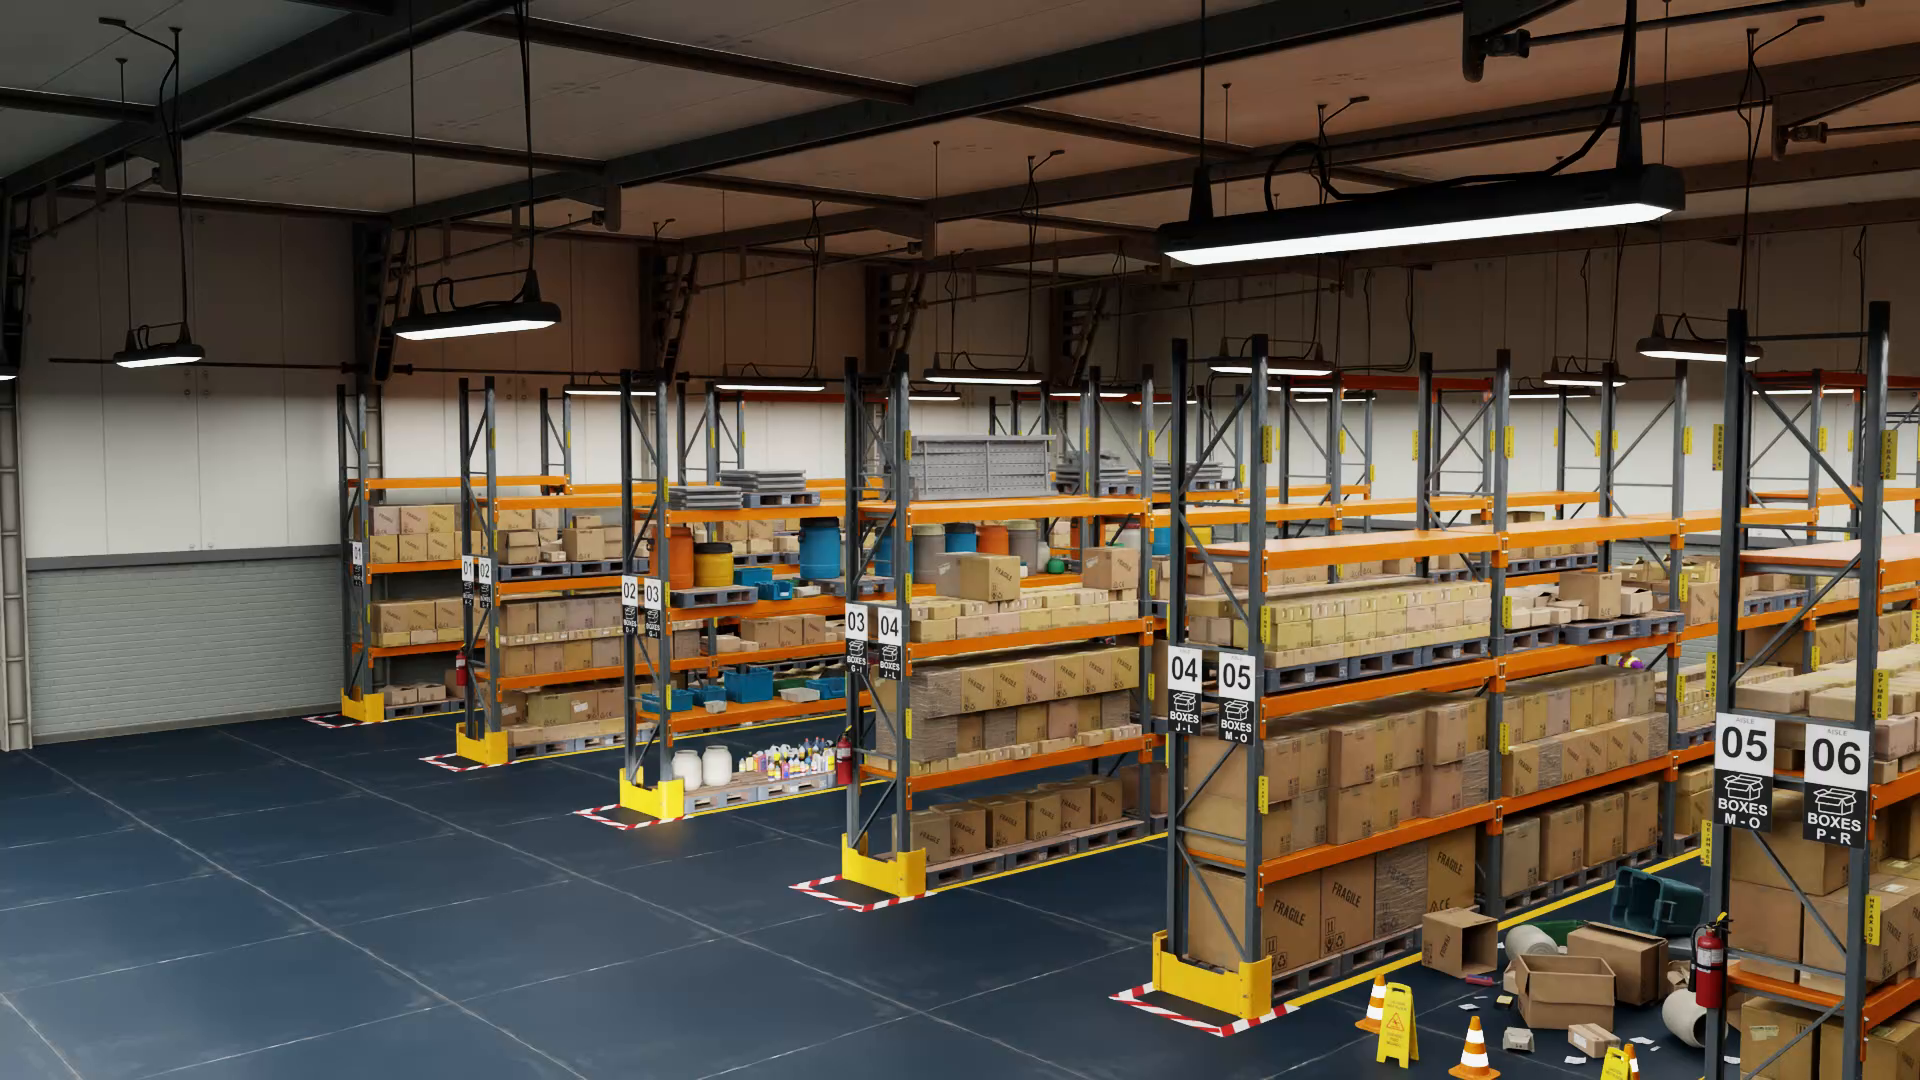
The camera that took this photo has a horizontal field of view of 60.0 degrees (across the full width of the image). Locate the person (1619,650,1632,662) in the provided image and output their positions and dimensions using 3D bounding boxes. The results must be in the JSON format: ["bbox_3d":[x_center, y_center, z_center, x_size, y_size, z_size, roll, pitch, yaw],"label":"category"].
[{"bbox_3d":[10.935,2.519,27.344,1.085,1.670,0.557,-3,5,-41],"label":"person"}]
